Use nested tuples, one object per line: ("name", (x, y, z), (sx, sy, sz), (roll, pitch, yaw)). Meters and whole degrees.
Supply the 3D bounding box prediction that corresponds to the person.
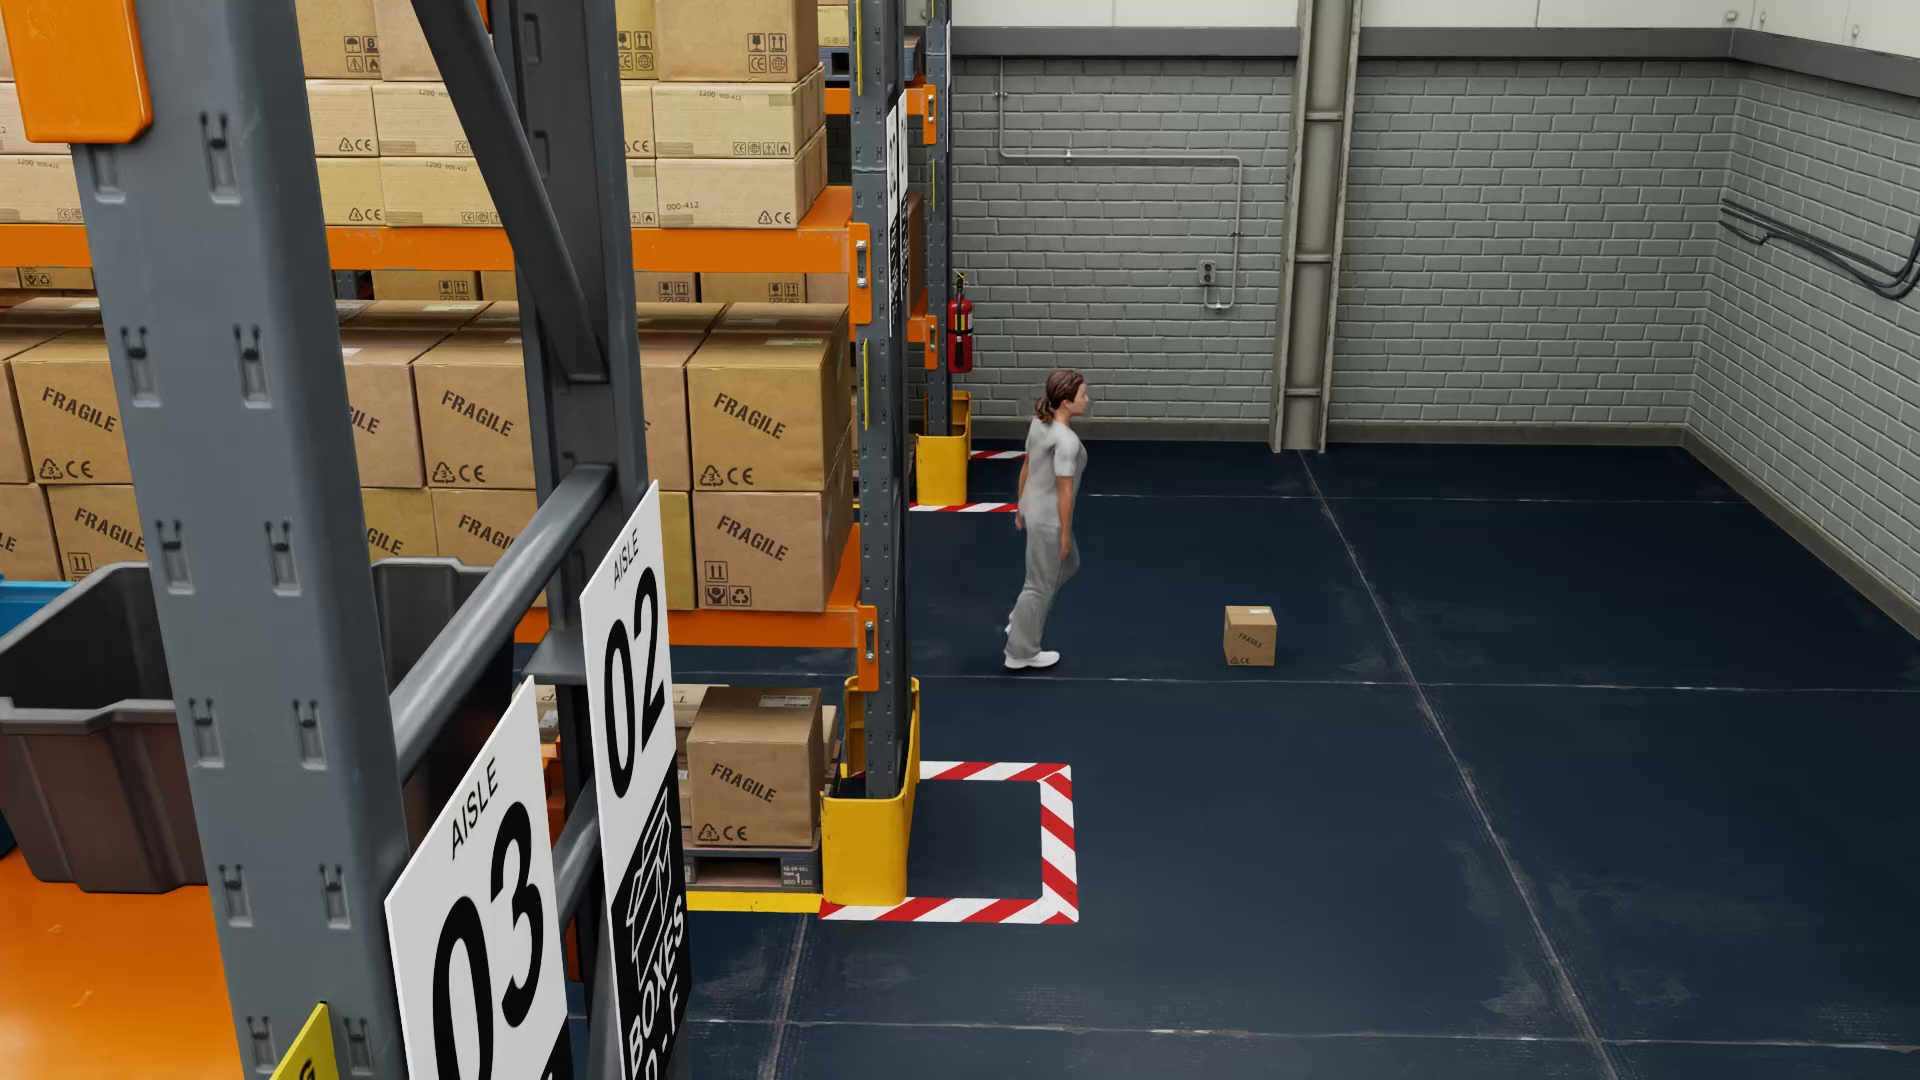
("person", (0.470, -0.099, 8.806), (0.470, 1.657, 0.483), (-6, 22, -16))
